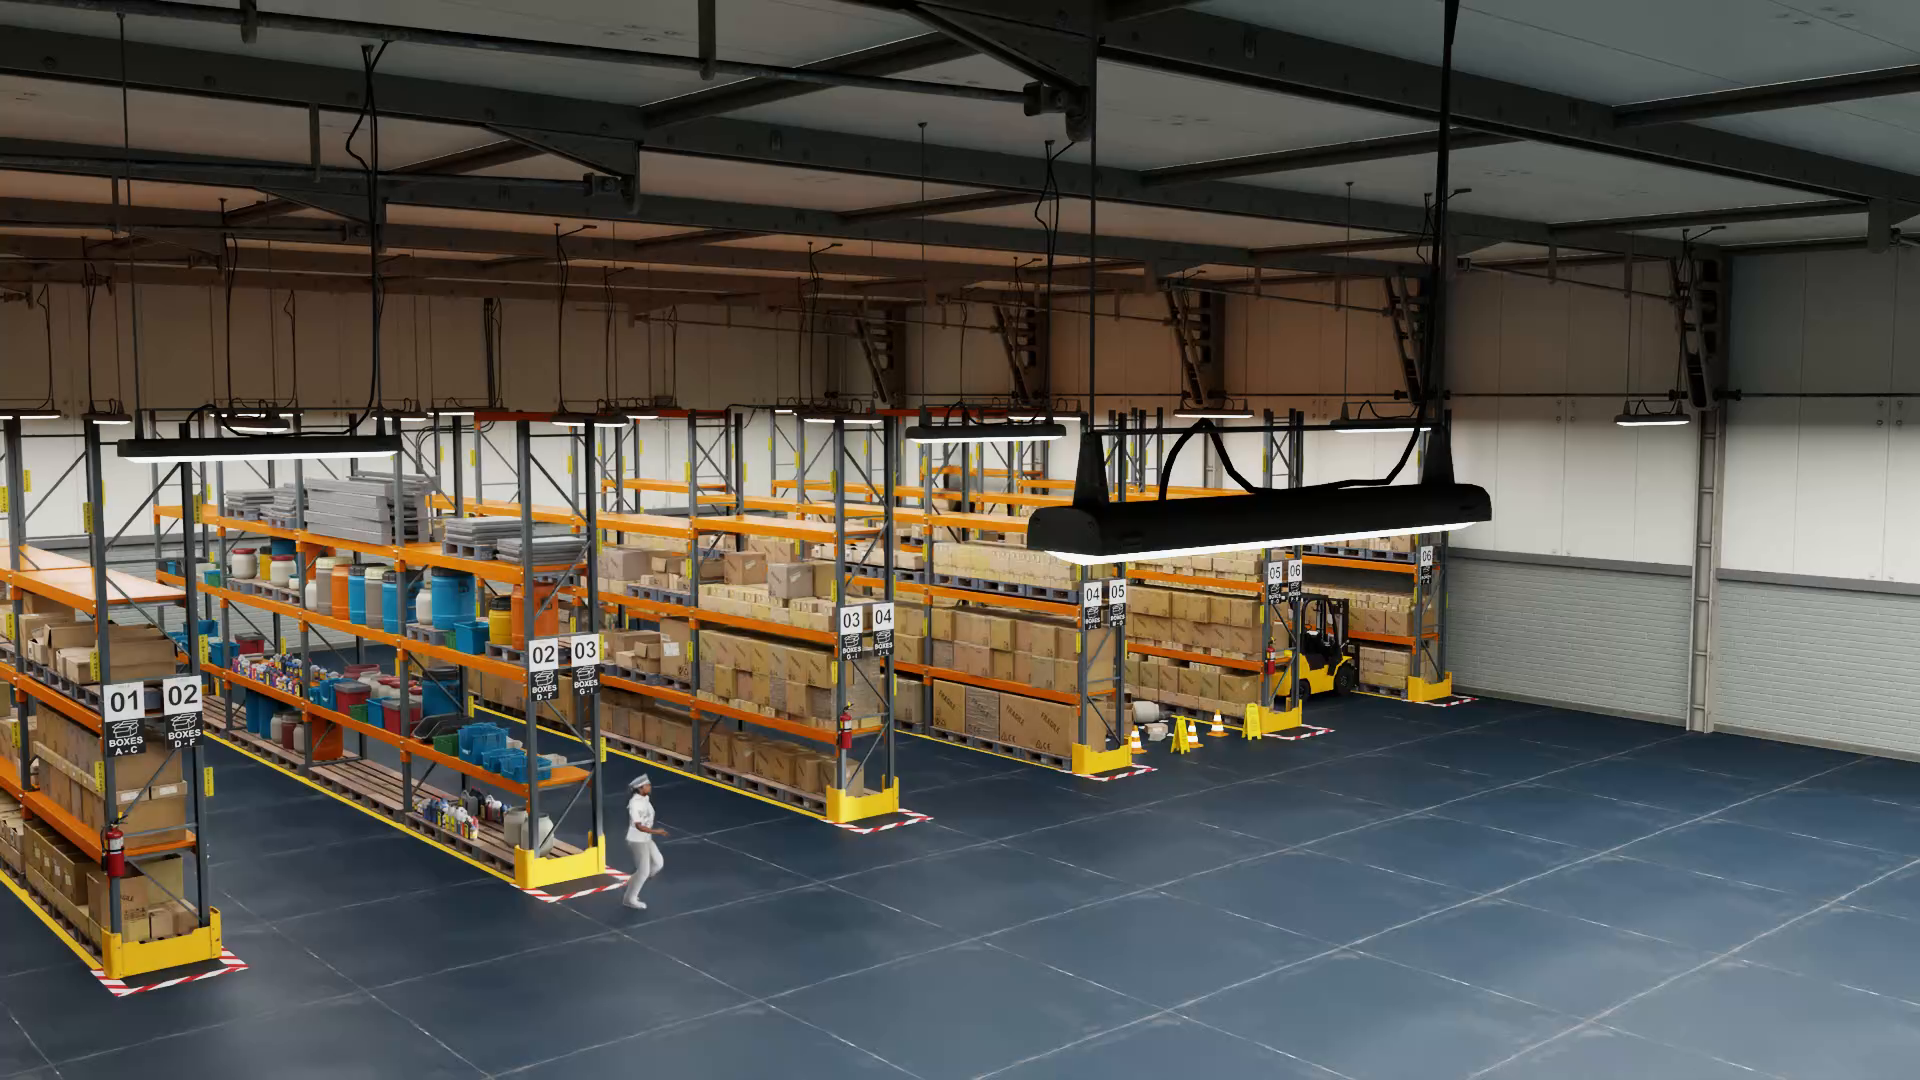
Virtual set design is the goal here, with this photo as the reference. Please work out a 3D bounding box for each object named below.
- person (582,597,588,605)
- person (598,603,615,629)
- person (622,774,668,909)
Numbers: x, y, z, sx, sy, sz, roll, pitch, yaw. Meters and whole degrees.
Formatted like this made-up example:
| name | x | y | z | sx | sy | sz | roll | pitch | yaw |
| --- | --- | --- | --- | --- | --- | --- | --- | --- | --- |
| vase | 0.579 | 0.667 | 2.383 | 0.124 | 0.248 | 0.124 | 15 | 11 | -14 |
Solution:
| name | x | y | z | sx | sy | sz | roll | pitch | yaw |
| --- | --- | --- | --- | --- | --- | --- | --- | --- | --- |
| person | -9.036 | 1.898 | 40.452 | 0.647 | 1.818 | 0.708 | 3 | 6 | 32 |
| person | -8.054 | 2.239 | 37.395 | 0.589 | 1.673 | 0.706 | -3 | 6 | -32 |
| person | -3.886 | 3.707 | 20.558 | 0.579 | 1.667 | 0.610 | 0 | 5 | -3 |
